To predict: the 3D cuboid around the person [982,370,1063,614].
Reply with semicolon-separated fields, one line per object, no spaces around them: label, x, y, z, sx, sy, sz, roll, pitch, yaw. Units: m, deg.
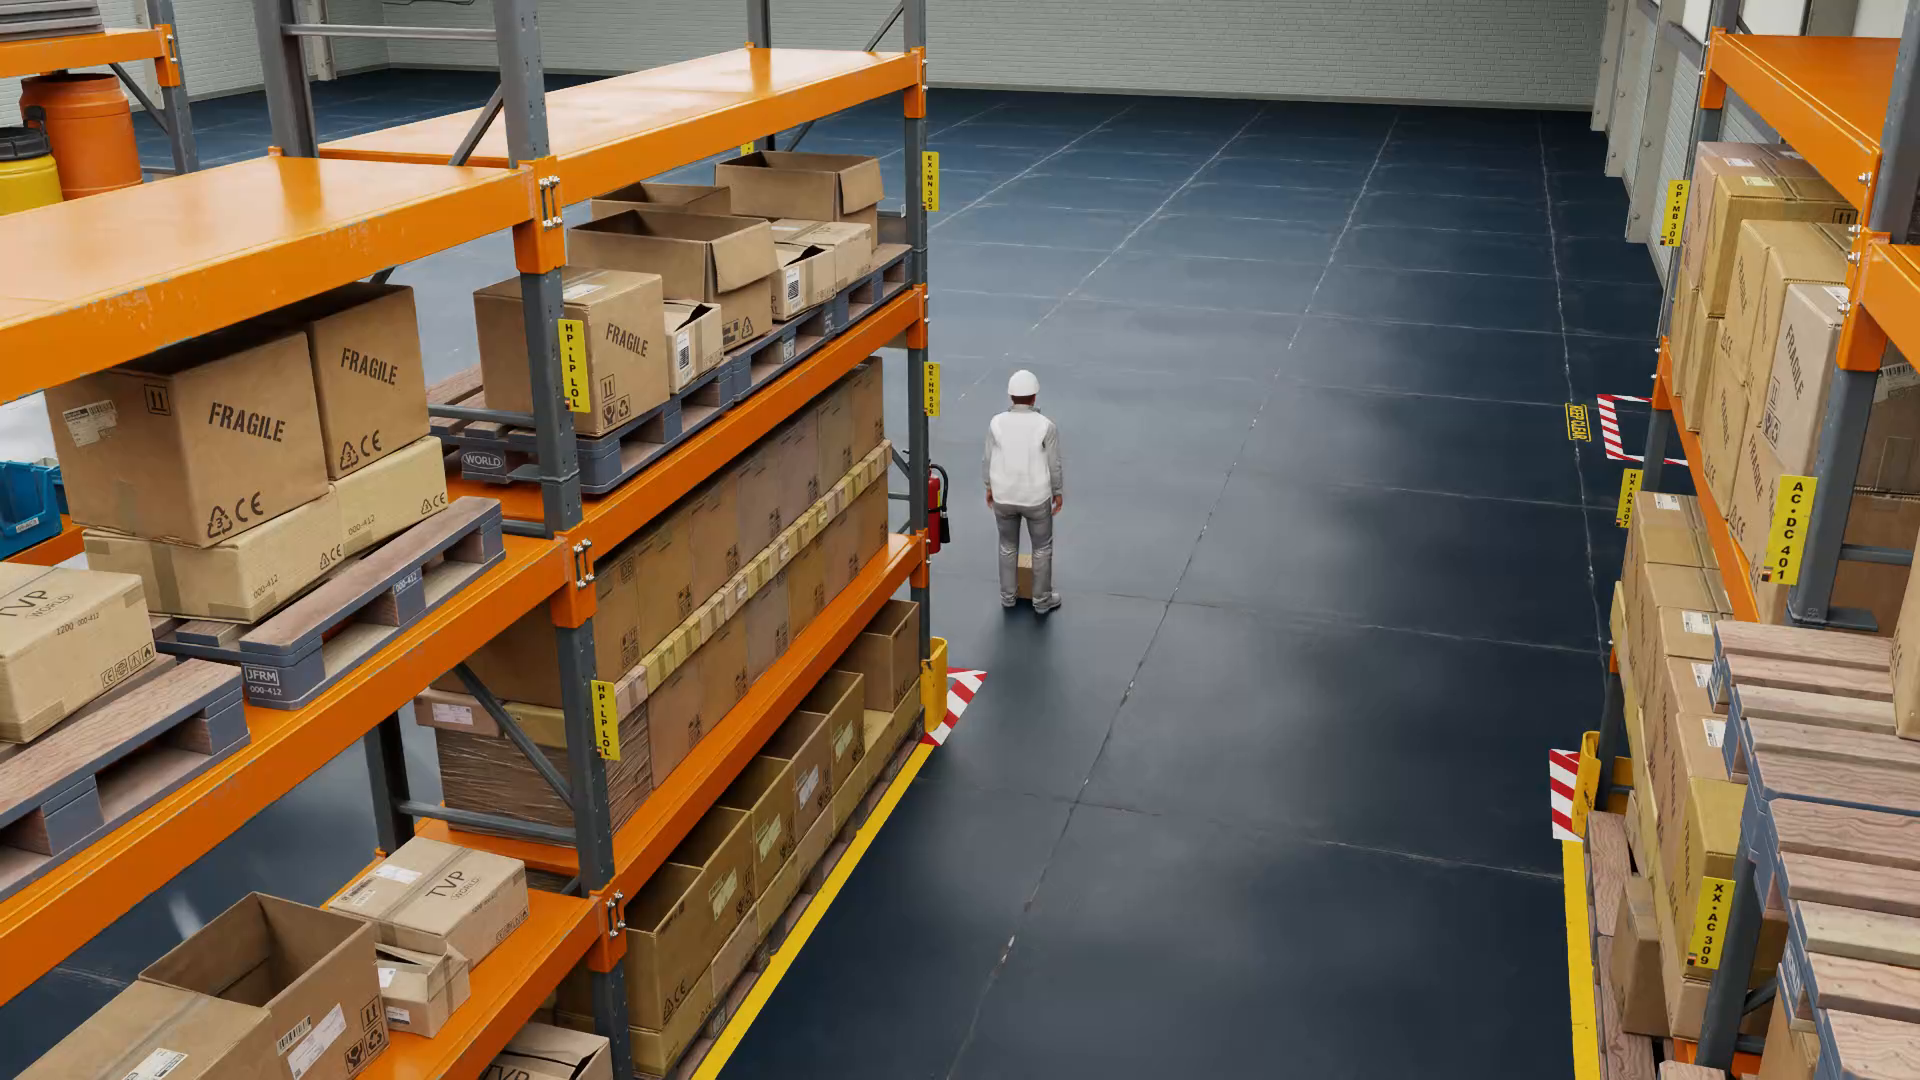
person;0.451;-0.338;11.898;0.579;1.771;0.472;6;22;14
